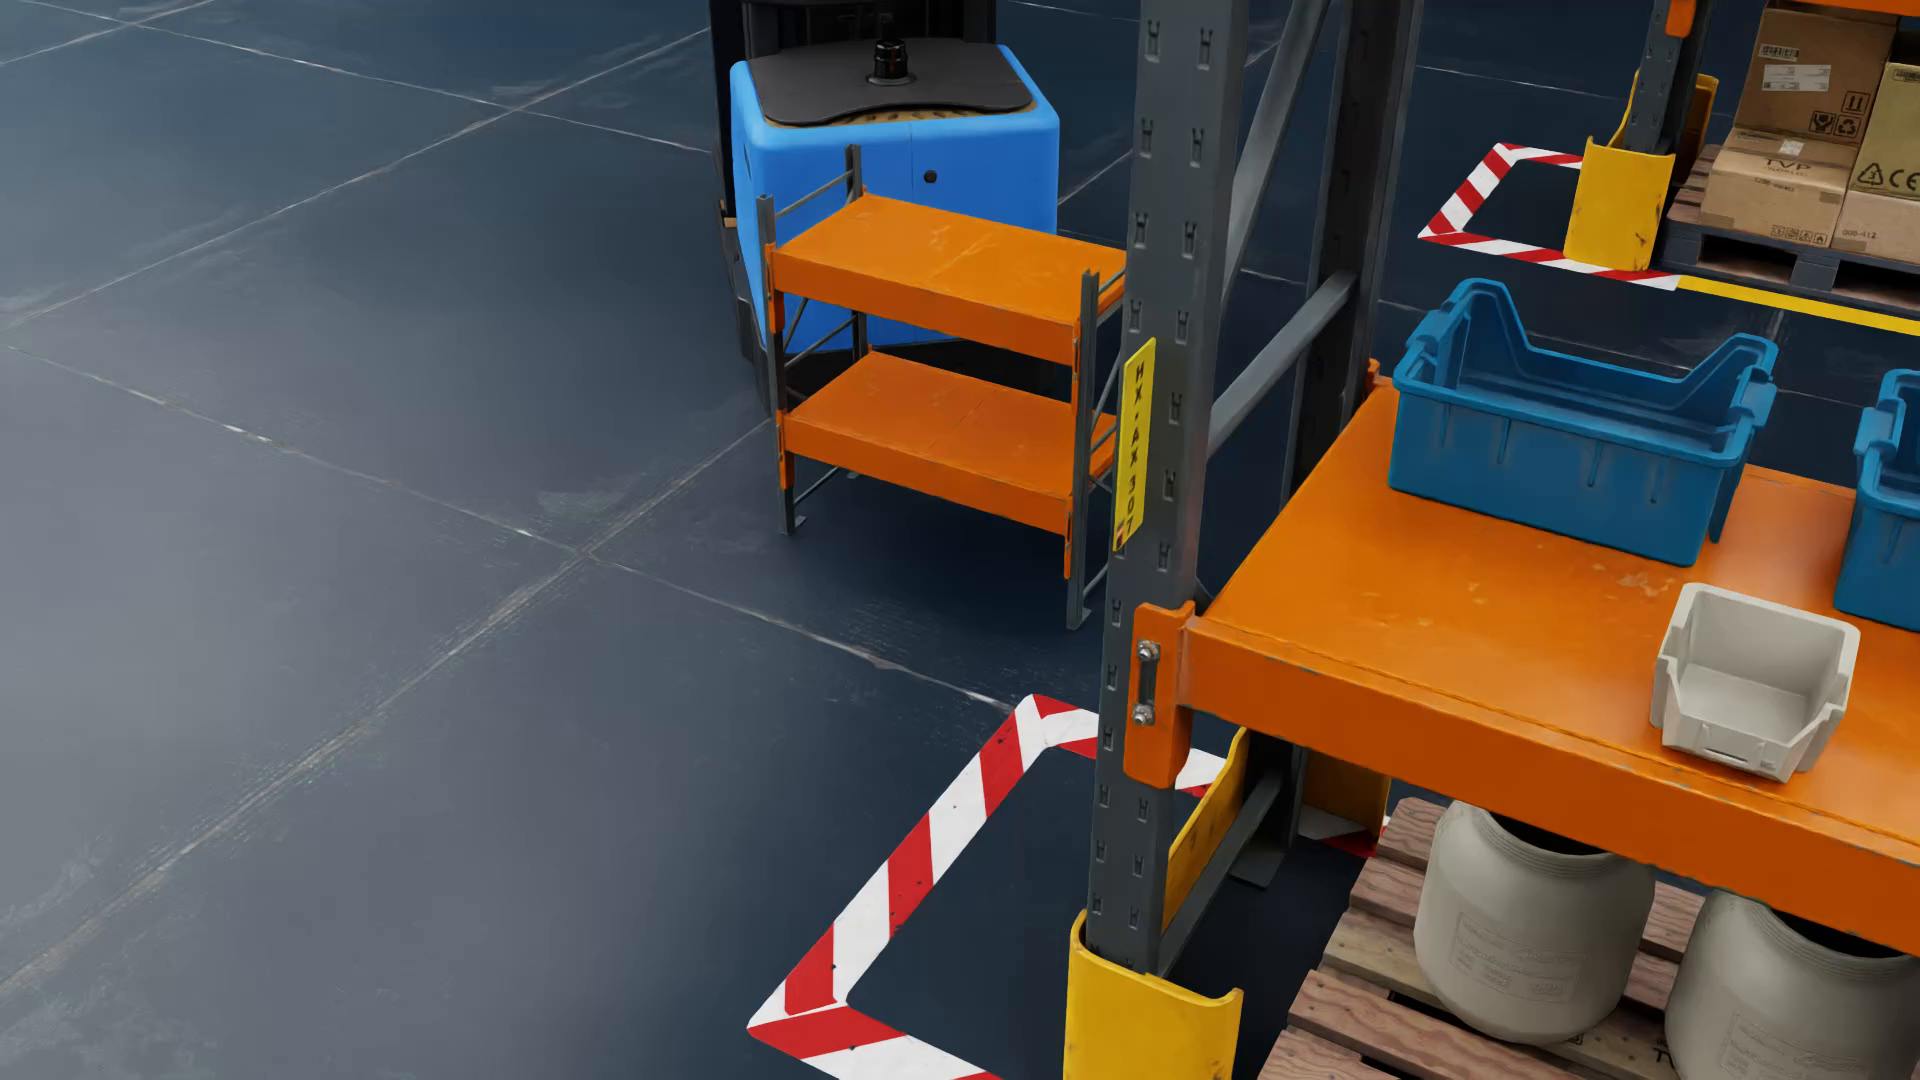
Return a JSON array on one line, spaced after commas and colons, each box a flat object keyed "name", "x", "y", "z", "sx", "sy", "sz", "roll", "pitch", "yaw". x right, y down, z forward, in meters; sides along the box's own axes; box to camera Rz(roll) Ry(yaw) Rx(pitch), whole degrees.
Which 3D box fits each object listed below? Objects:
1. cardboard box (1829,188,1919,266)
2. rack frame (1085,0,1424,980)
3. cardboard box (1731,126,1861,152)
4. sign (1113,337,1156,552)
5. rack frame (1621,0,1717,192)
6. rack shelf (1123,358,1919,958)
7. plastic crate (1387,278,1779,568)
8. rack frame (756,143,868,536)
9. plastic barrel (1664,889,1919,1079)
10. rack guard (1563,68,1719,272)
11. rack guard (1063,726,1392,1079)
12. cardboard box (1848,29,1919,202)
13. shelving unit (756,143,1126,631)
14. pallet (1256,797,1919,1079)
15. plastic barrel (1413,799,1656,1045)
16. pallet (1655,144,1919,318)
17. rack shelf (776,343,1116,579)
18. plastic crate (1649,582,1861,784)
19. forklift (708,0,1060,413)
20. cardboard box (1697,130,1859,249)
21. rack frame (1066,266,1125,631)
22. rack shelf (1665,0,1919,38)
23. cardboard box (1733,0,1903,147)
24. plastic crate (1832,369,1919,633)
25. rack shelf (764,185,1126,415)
[{"name": "cardboard box", "x": 3.791, "y": -1.311, "z": 6.614, "sx": 0.500, "sy": 0.250, "sz": 0.500, "roll": 18, "pitch": 37, "yaw": 24}, {"name": "rack frame", "x": 0.539, "y": -0.288, "z": 2.977, "sx": 0.127, "sy": 3.000, "sz": 1.000, "roll": 18, "pitch": 37, "yaw": 24}, {"name": "cardboard box", "x": 3.612, "y": -1.696, "z": 7.192, "sx": 0.500, "sy": 0.250, "sz": 0.500, "roll": 18, "pitch": 37, "yaw": 24}, {"name": "sign", "x": 0.262, "y": -0.140, "z": 2.504, "sx": 0.005, "sy": 0.325, "sz": 0.100, "roll": 18, "pitch": 37, "yaw": 24}, {"name": "rack frame", "x": 3.000, "y": -2.671, "z": 6.555, "sx": 0.127, "sy": 3.000, "sz": 1.000, "roll": 18, "pitch": 37, "yaw": 24}, {"name": "rack shelf", "x": 2.275, "y": 0.561, "z": 2.350, "sx": 4.000, "sy": 0.370, "sz": 1.077, "roll": 18, "pitch": 37, "yaw": 24}, {"name": "plastic crate", "x": 1.122, "y": -0.233, "z": 3.027, "sx": 0.616, "sy": 0.251, "sz": 0.499, "roll": 18, "pitch": 37, "yaw": 24}, {"name": "rack frame", "x": -0.435, "y": -0.606, "z": 5.145, "sx": 0.032, "sy": 1.125, "sz": 0.500, "roll": 18, "pitch": 37, "yaw": 24}, {"name": "plastic barrel", "x": 1.583, "y": 0.854, "z": 3.126, "sx": 0.421, "sy": 0.512, "sz": 0.421, "roll": 0, "pitch": 34, "yaw": 0}, {"name": "rack guard", "x": 2.979, "y": -1.637, "z": 7.257, "sx": 0.348, "sy": 0.500, "sz": 1.175, "roll": 18, "pitch": 37, "yaw": 24}, {"name": "rack guard", "x": 0.628, "y": 0.750, "z": 3.672, "sx": 0.348, "sy": 0.500, "sz": 1.175, "roll": 18, "pitch": 37, "yaw": 24}, {"name": "cardboard box", "x": 3.790, "y": -1.622, "z": 6.405, "sx": 0.500, "sy": 0.500, "sz": 0.500, "roll": 18, "pitch": 37, "yaw": 24}, {"name": "shelving unit", "x": 0.006, "y": -0.466, "z": 4.935, "sx": 1.048, "sy": 1.125, "sz": 0.538, "roll": 18, "pitch": 37, "yaw": 24}, {"name": "pallet", "x": 1.331, "y": 1.097, "z": 3.413, "sx": 1.213, "sy": 0.211, "sz": 1.003, "roll": 18, "pitch": 37, "yaw": 24}, {"name": "plastic barrel", "x": 1.148, "y": 0.717, "z": 3.333, "sx": 0.421, "sy": 0.512, "sz": 0.421, "roll": 0, "pitch": 34, "yaw": 0}, {"name": "pallet", "x": 3.685, "y": -1.320, "z": 7.042, "sx": 1.213, "sy": 0.211, "sz": 1.003, "roll": 18, "pitch": 37, "yaw": 24}, {"name": "rack shelf", "x": 0.006, "y": -0.263, "z": 5.071, "sx": 1.000, "sy": 0.278, "sz": 0.538, "roll": 18, "pitch": 37, "yaw": 24}, {"name": "plastic crate", "x": 1.156, "y": 0.222, "z": 2.448, "sx": 0.250, "sy": 0.136, "sz": 0.298, "roll": 18, "pitch": 37, "yaw": 24}, {"name": "forklift", "x": -0.453, "y": -2.454, "z": 6.290, "sx": 1.130, "sy": 2.935, "sz": 3.031, "roll": -6, "pitch": 34, "yaw": -10}, {"name": "cardboard box", "x": 3.355, "y": -1.447, "z": 6.818, "sx": 0.500, "sy": 0.250, "sz": 0.500, "roll": 18, "pitch": 37, "yaw": 24}, {"name": "rack frame", "x": 0.447, "y": -0.327, "z": 4.725, "sx": 0.032, "sy": 1.125, "sz": 0.500, "roll": 18, "pitch": 37, "yaw": 24}, {"name": "rack shelf", "x": 4.736, "y": -1.821, "z": 5.928, "sx": 4.000, "sy": 0.370, "sz": 1.077, "roll": 18, "pitch": 37, "yaw": 24}, {"name": "cardboard box", "x": 3.613, "y": -2.009, "z": 6.986, "sx": 0.500, "sy": 0.500, "sz": 0.500, "roll": 18, "pitch": 37, "yaw": 24}, {"name": "plastic crate", "x": 1.683, "y": -0.051, "z": 2.755, "sx": 0.408, "sy": 0.251, "sz": 0.499, "roll": 18, "pitch": 37, "yaw": 24}, {"name": "rack shelf", "x": 0.006, "y": -0.710, "z": 4.773, "sx": 1.000, "sy": 0.278, "sz": 0.538, "roll": 18, "pitch": 37, "yaw": 24}]
